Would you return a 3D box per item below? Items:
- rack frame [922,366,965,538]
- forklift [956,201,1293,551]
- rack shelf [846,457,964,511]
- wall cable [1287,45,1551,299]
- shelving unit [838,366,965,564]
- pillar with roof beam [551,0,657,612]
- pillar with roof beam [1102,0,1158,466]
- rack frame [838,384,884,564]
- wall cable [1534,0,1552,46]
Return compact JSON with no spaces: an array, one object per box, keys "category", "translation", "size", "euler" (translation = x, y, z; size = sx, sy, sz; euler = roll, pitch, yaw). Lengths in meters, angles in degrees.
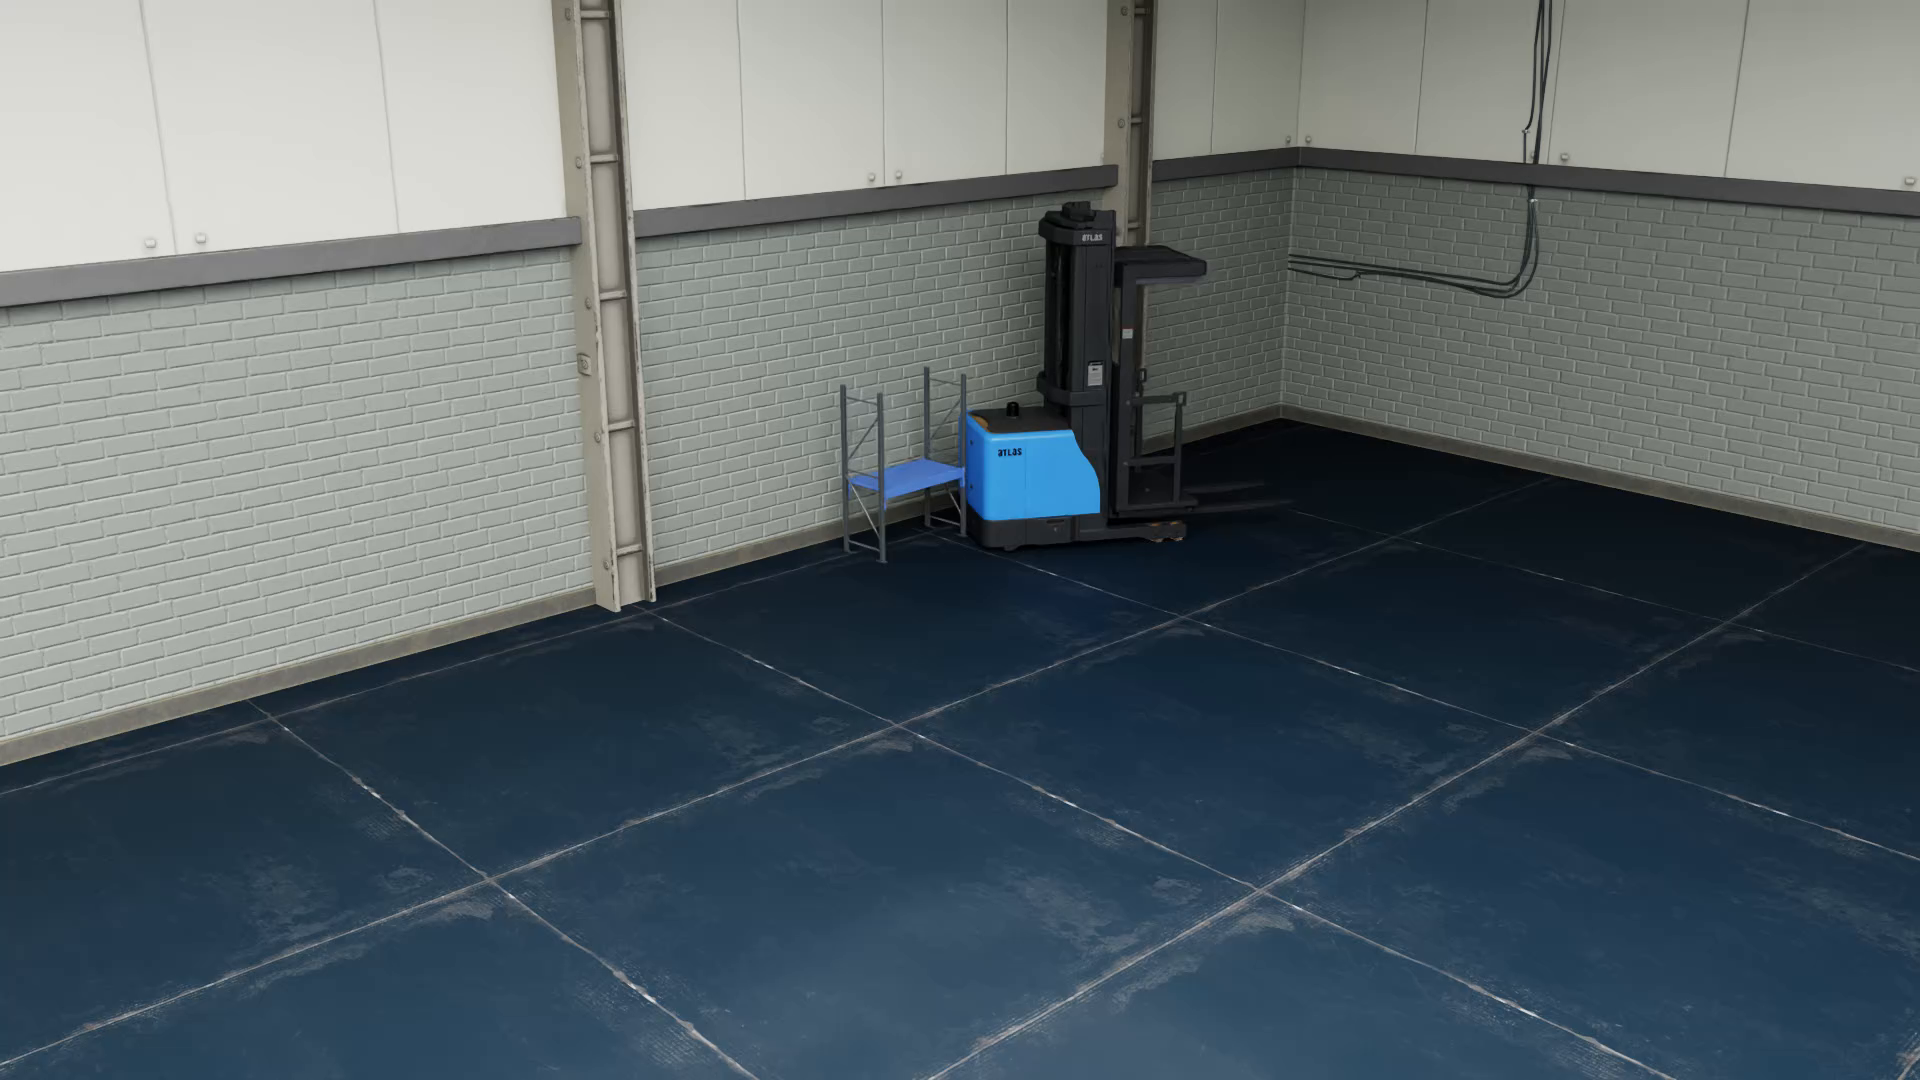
[{"category":"rack frame","translation":[-0.150,-0.791,14.991],"size":[0.500,1.500,0.032],"euler":[16,24,41]},{"category":"forklift","translation":[1.534,-1.524,14.934],"size":[3.031,2.935,1.130],"euler":[-5,19,-14]},{"category":"rack shelf","translation":[-0.499,-0.505,14.695],"size":[0.538,0.185,1.000],"euler":[16,24,41]},{"category":"wall cable","translation":[4.705,-3.904,17.471],"size":[0.112,2.526,3.097],"euler":[-16,24,-41]},{"category":"shelving unit","translation":[-0.499,-0.677,14.640],"size":[0.538,1.500,1.048],"euler":[16,24,41]},{"category":"pillar with roof beam","translation":[0.254,-2.817,9.084],"size":[0.400,9.000,9.100],"euler":[-16,24,-41]},{"category":"pillar with roof beam","translation":[4.614,-4.089,13.005],"size":[0.400,9.000,9.100],"euler":[-16,24,-41]},{"category":"rack frame","translation":[-0.848,-0.563,14.288],"size":[0.500,1.500,0.032],"euler":[16,24,41]},{"category":"wall cable","translation":[6.564,-5.700,14.822],"size":[0.112,2.526,3.097],"euler":[-16,24,-41]}]
